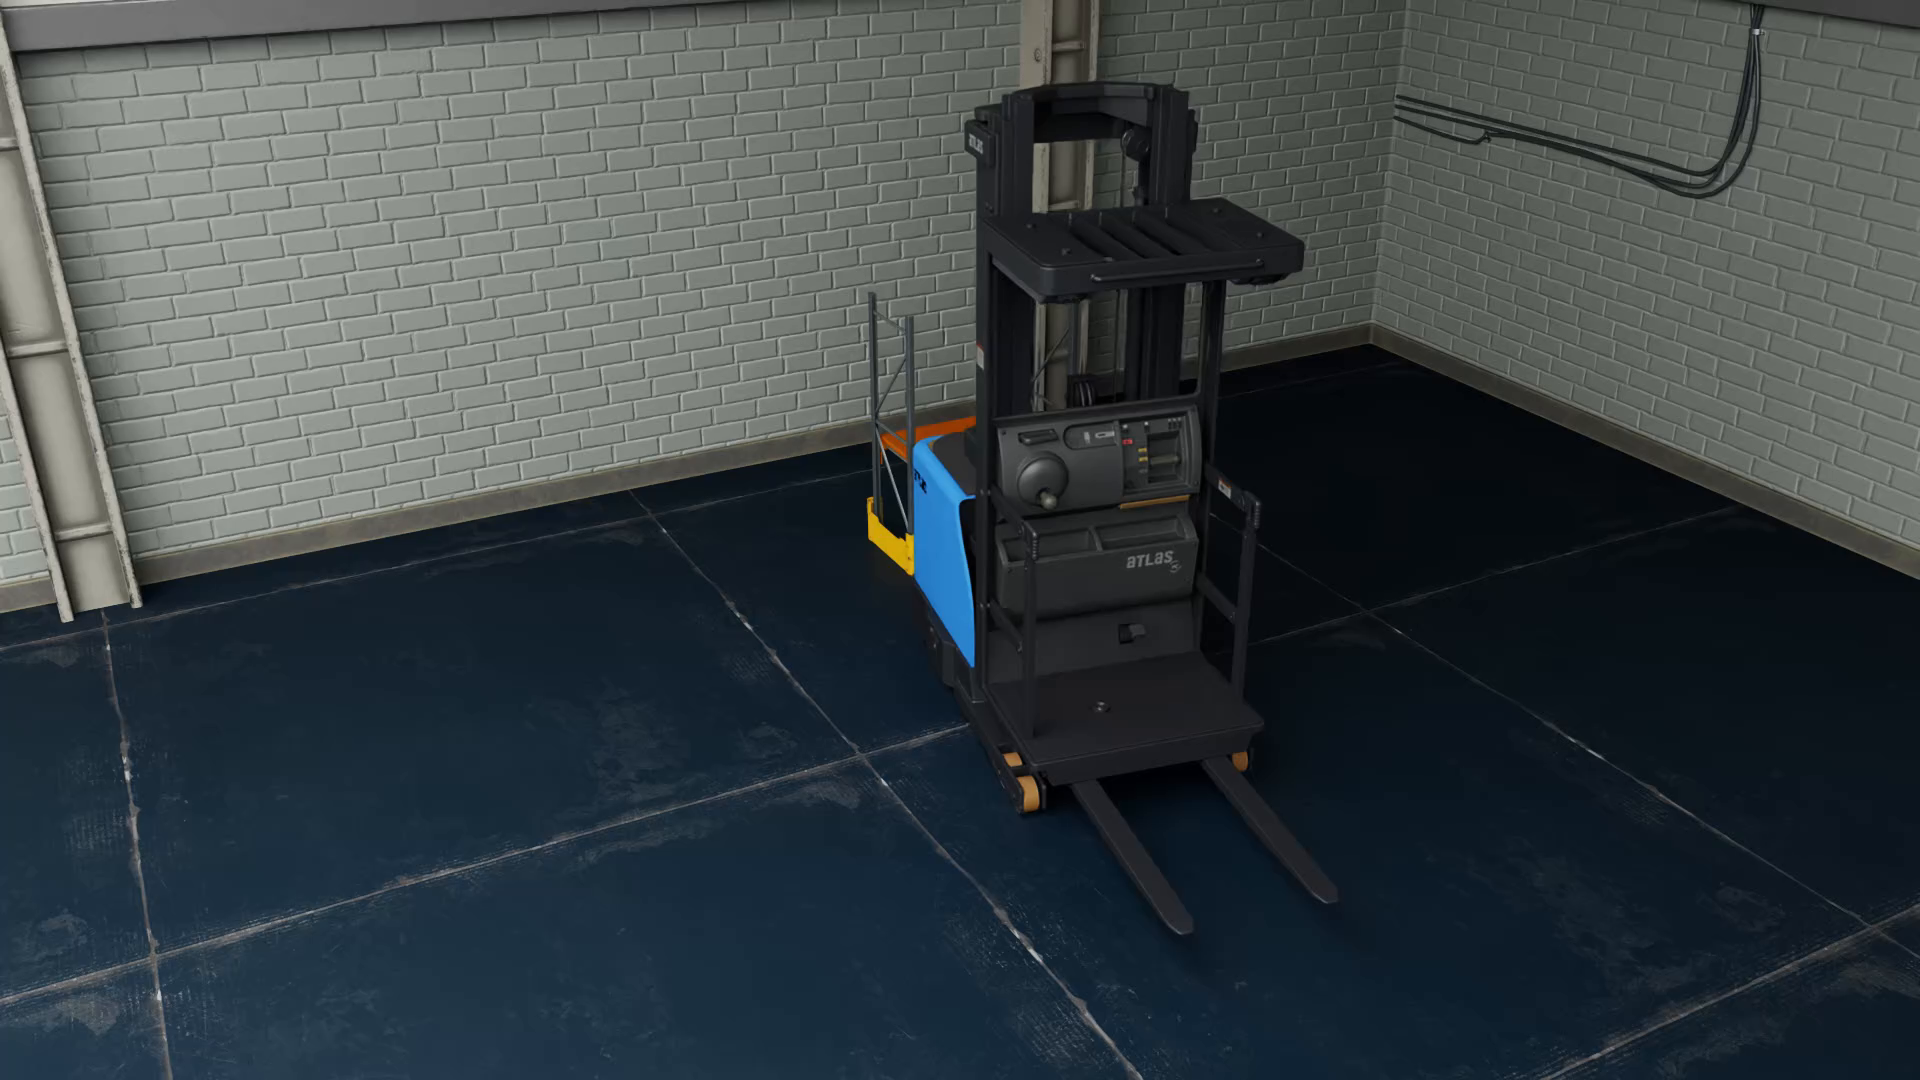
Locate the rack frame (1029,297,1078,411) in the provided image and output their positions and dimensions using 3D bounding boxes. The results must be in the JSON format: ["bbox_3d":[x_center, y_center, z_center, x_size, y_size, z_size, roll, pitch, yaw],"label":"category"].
[{"bbox_3d":[0.524,-0.797,9.677,0.032,1.500,0.500,-13,29,-25],"label":"rack frame"}]

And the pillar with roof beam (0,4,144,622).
[{"bbox_3d":[-2.642,-2.072,3.670,0.400,9.000,9.100,-13,29,-25],"label":"pillar with roof beam"}]

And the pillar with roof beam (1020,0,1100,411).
[{"bbox_3d":[2.652,-3.295,6.215,0.400,9.000,9.100,-13,29,-25],"label":"pillar with roof beam"}]

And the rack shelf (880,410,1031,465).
[{"bbox_3d":[0.075,-0.531,9.539,1.000,0.185,0.538,-13,29,-25],"label":"rack shelf"}]

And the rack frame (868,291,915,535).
[{"bbox_3d":[-0.373,-0.590,9.246,0.032,1.500,0.500,-13,29,-25],"label":"rack frame"}]

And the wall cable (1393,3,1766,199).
[{"bbox_3d":[3.848,-3.634,10.509,0.112,2.526,3.097,-13,29,-25],"label":"wall cable"}]

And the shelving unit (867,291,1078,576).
[{"bbox_3d":[0.067,-0.692,9.458,1.083,1.500,0.587,-13,29,-25],"label":"shelving unit"}]

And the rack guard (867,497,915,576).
[{"bbox_3d":[-0.372,-0.027,9.517,0.087,0.250,0.587,-13,29,-25],"label":"rack guard"}]

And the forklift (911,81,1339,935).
[{"bbox_3d":[0.679,-0.322,7.035,1.130,2.935,3.031,-8,27,-16],"label":"forklift"}]
